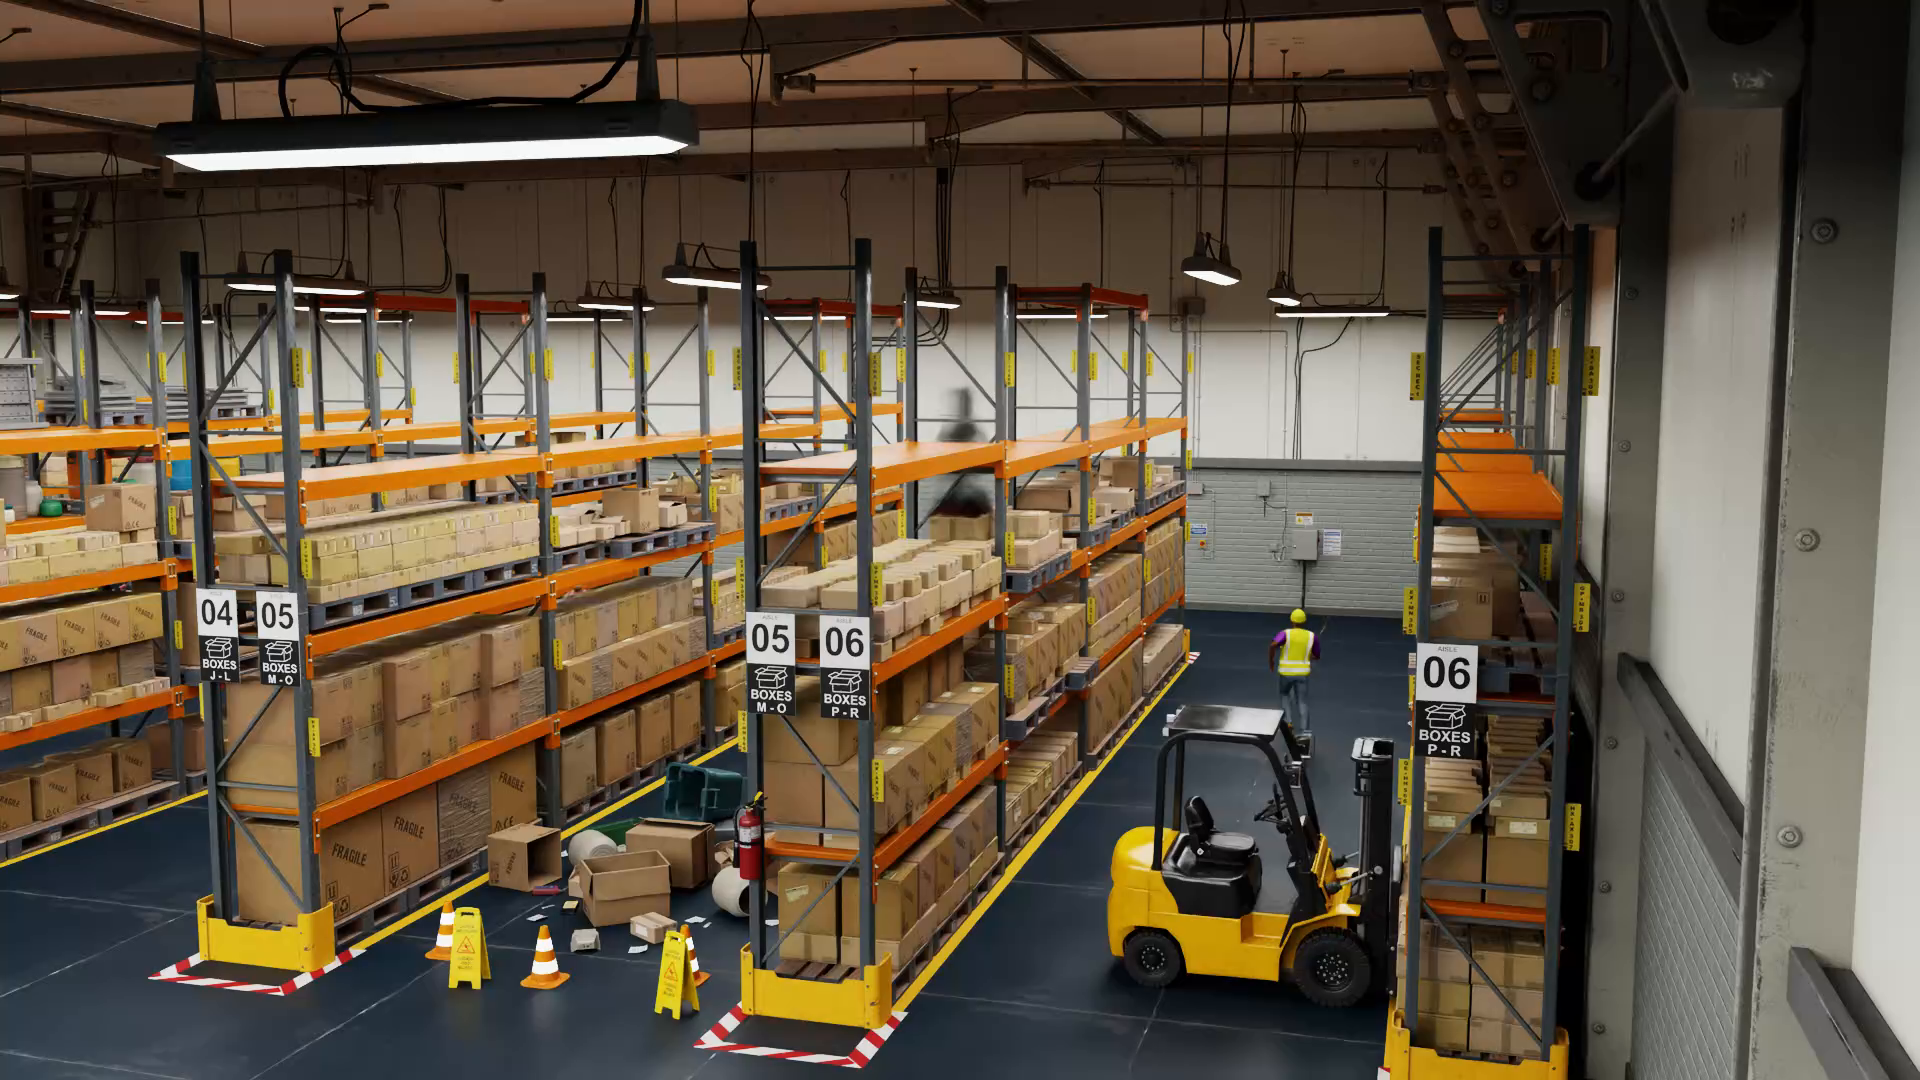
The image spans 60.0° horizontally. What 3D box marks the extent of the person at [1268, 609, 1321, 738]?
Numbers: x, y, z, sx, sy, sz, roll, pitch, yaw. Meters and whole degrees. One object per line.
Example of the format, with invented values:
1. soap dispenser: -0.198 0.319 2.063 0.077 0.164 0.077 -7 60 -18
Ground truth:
1. person: 4.451 1.815 22.169 0.709 1.791 0.878 1 6 7

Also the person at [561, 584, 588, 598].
1. person: -5.831 1.412 25.461 0.642 1.829 0.850 1 6 9
